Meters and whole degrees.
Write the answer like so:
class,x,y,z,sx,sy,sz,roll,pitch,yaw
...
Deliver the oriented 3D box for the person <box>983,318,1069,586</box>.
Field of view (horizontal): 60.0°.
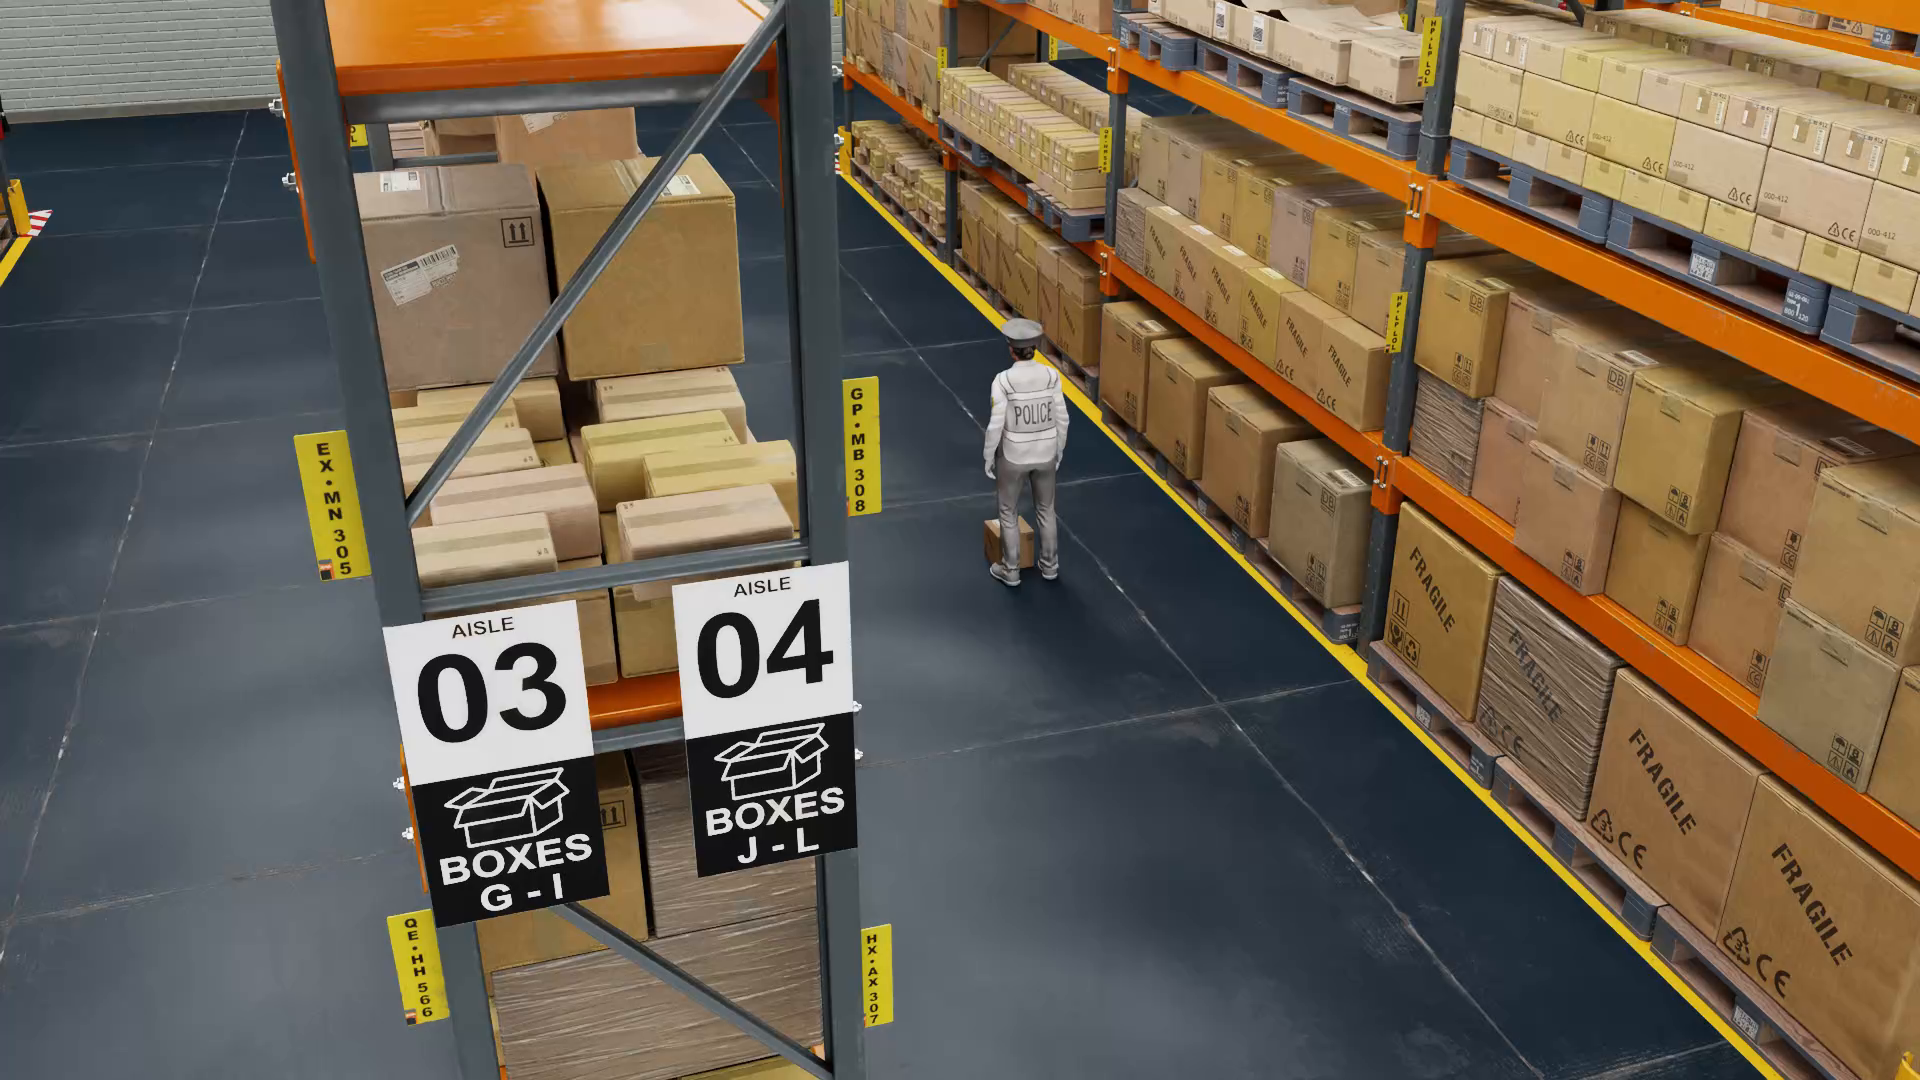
class,x,y,z,sx,sy,sz,roll,pitch,yaw
person,0.398,-0.510,10.133,0.528,1.664,0.372,-8,28,-16
